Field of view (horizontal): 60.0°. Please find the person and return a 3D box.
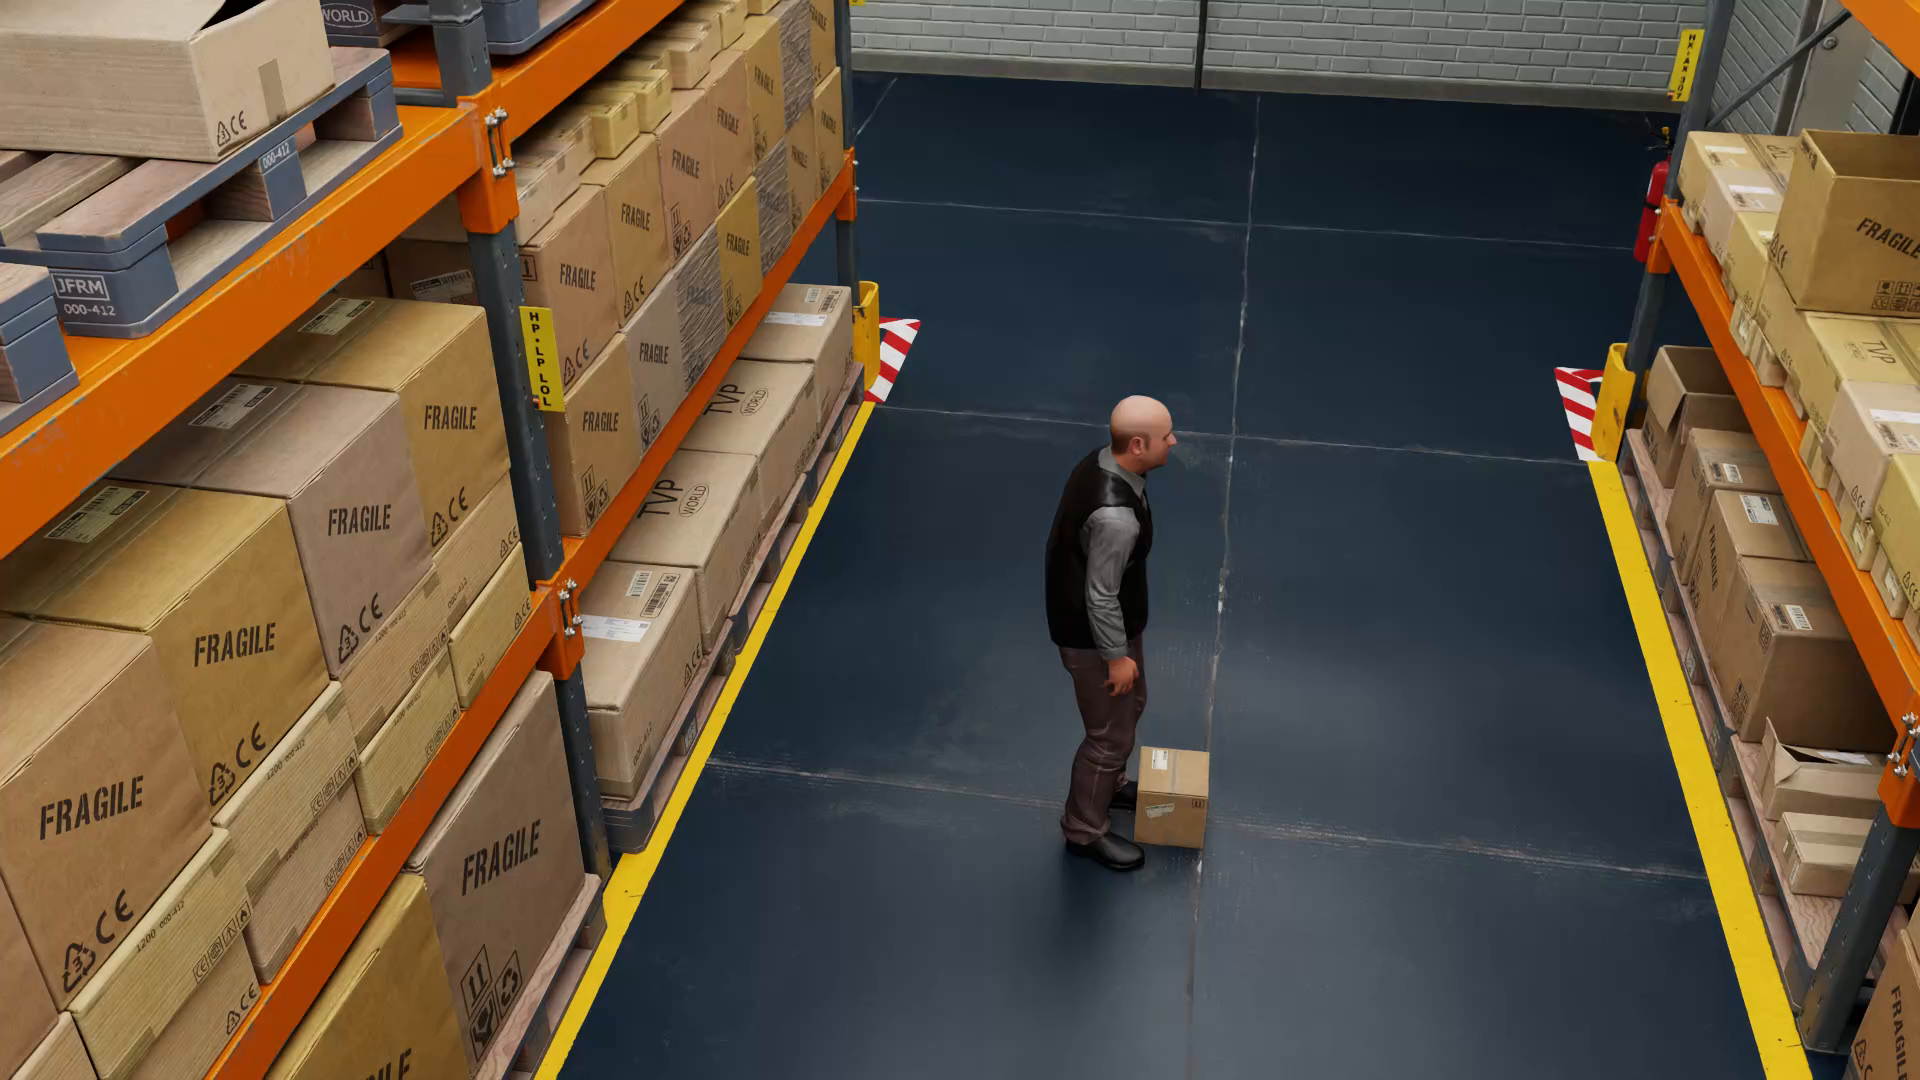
[{"bbox_3d":[0.520,0.290,5.699,0.469,1.721,0.594,3,32,6],"label":"person"}]
